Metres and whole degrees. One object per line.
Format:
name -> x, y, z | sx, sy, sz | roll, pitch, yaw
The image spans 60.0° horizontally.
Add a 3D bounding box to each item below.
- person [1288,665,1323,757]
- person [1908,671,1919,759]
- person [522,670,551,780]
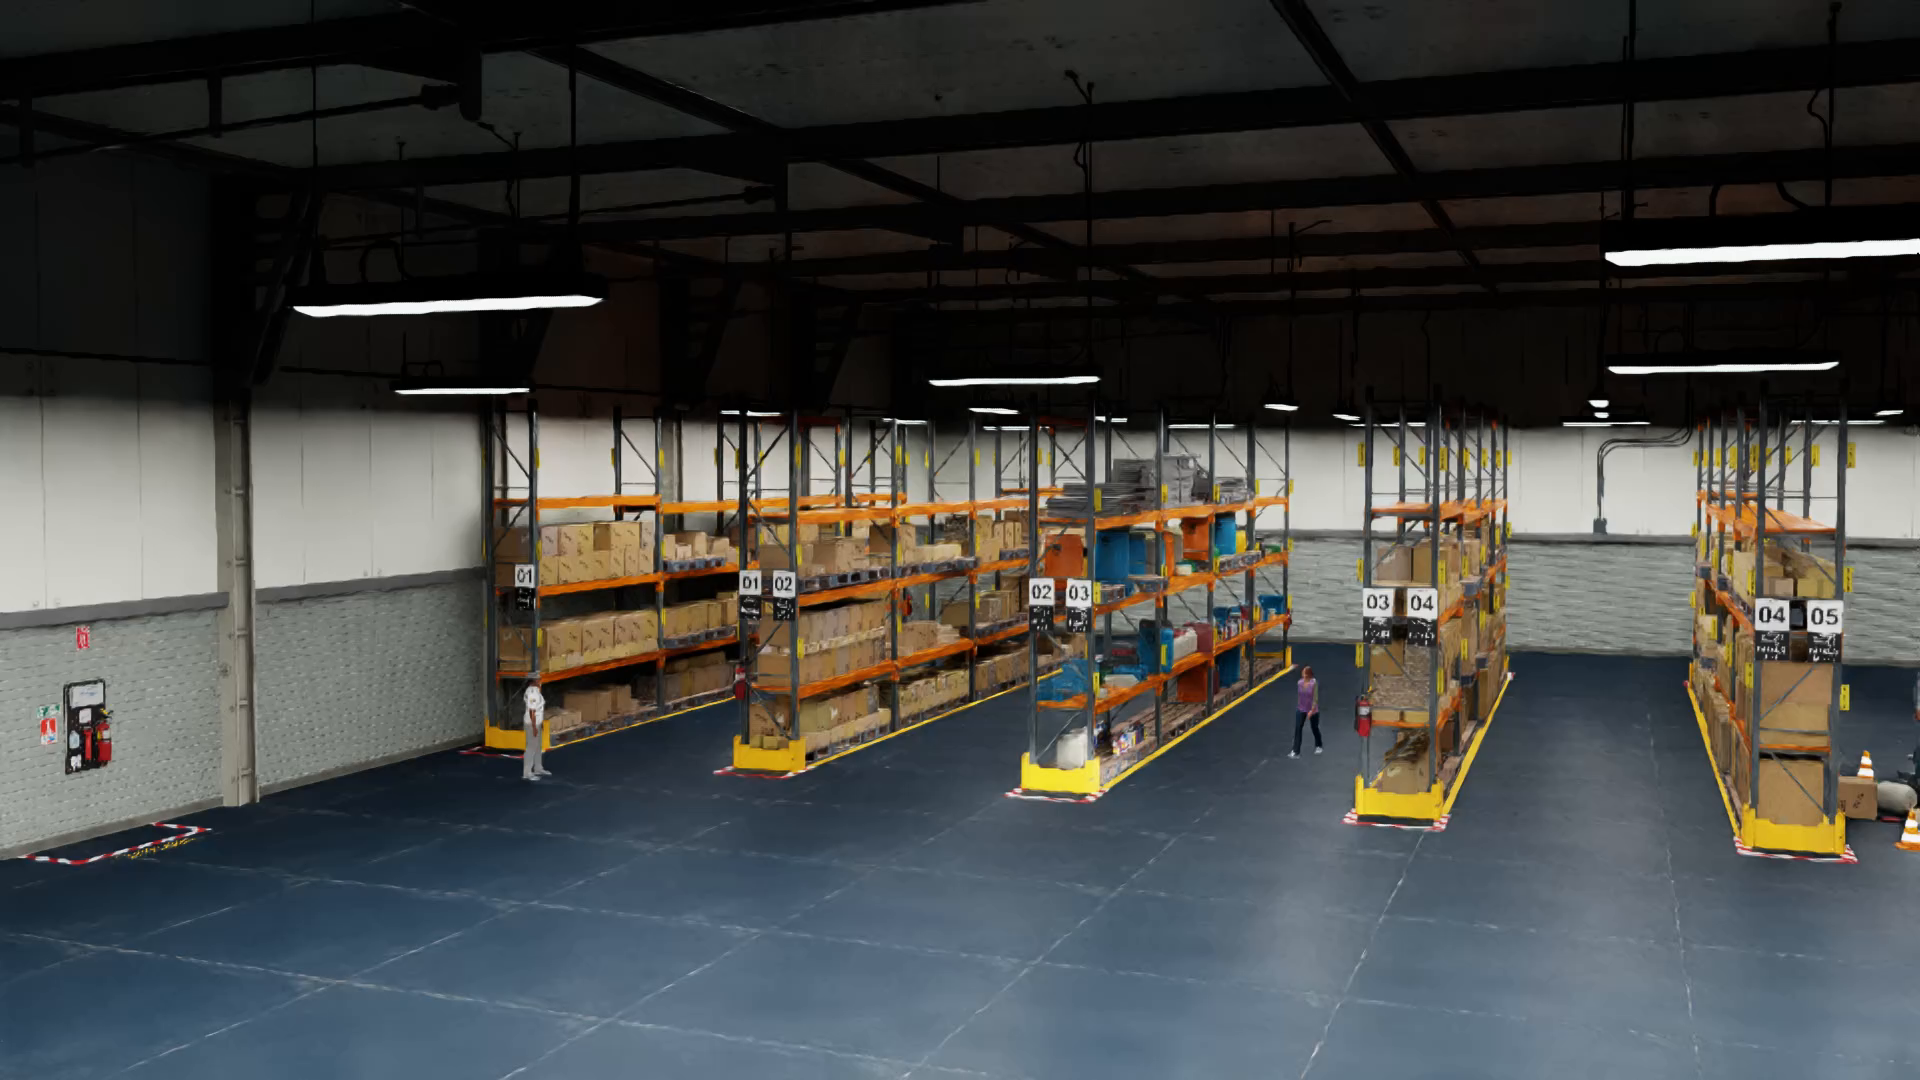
person -> 5.821, 2.848, 27.809 | 0.408, 1.533, 0.962 | 2, 3, 31
person -> 15.761, 2.762, 27.146 | 0.626, 1.768, 0.576 | -2, 4, -40
person -> -6.608, 2.874, 25.937 | 0.422, 1.677, 0.502 | 0, 3, -10
